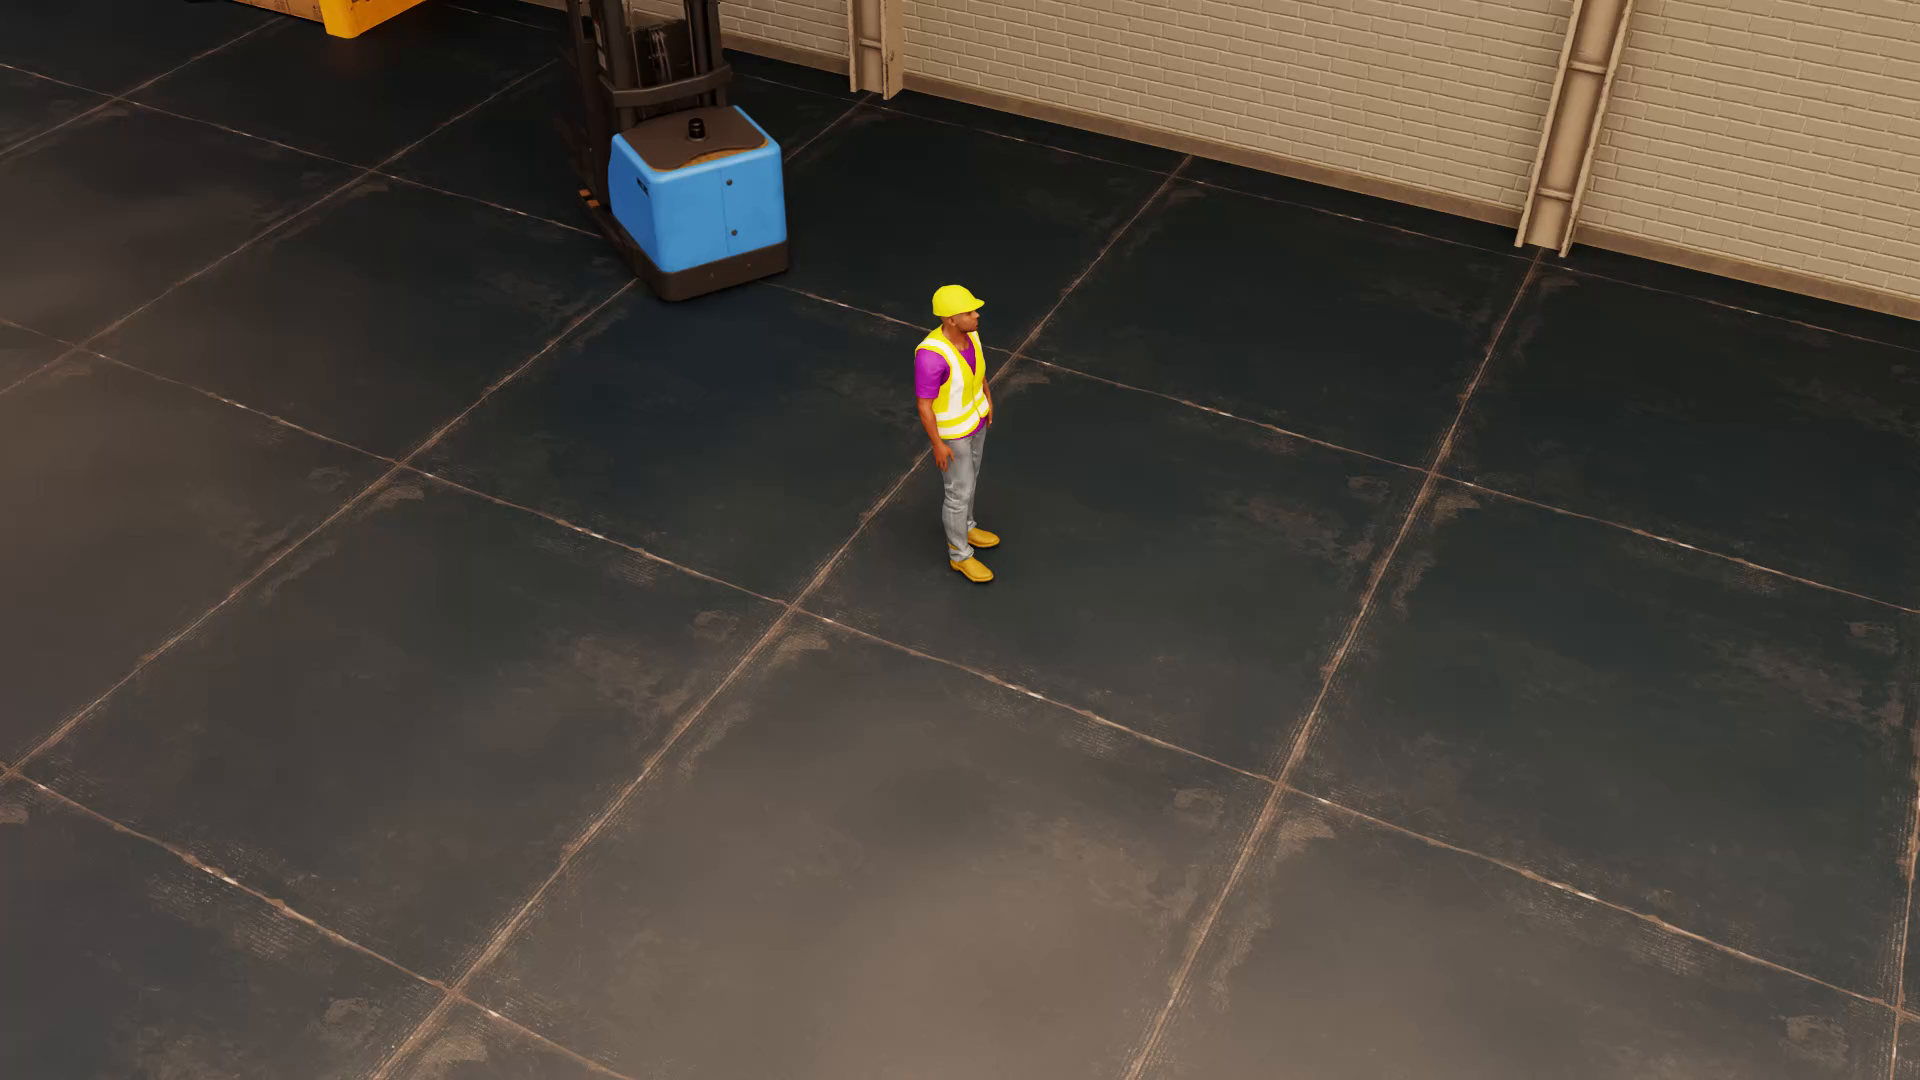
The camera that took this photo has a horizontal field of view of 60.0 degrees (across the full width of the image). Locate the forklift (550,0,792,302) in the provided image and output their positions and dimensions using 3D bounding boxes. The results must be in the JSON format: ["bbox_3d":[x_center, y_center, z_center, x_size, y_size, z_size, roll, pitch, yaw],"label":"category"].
[{"bbox_3d":[-2.451,-3.808,12.508,1.130,2.935,3.031,-20,44,-22],"label":"forklift"}]

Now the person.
[{"bbox_3d":[0.060,-0.655,9.662,0.575,1.761,0.666,18,43,21],"label":"person"}]
